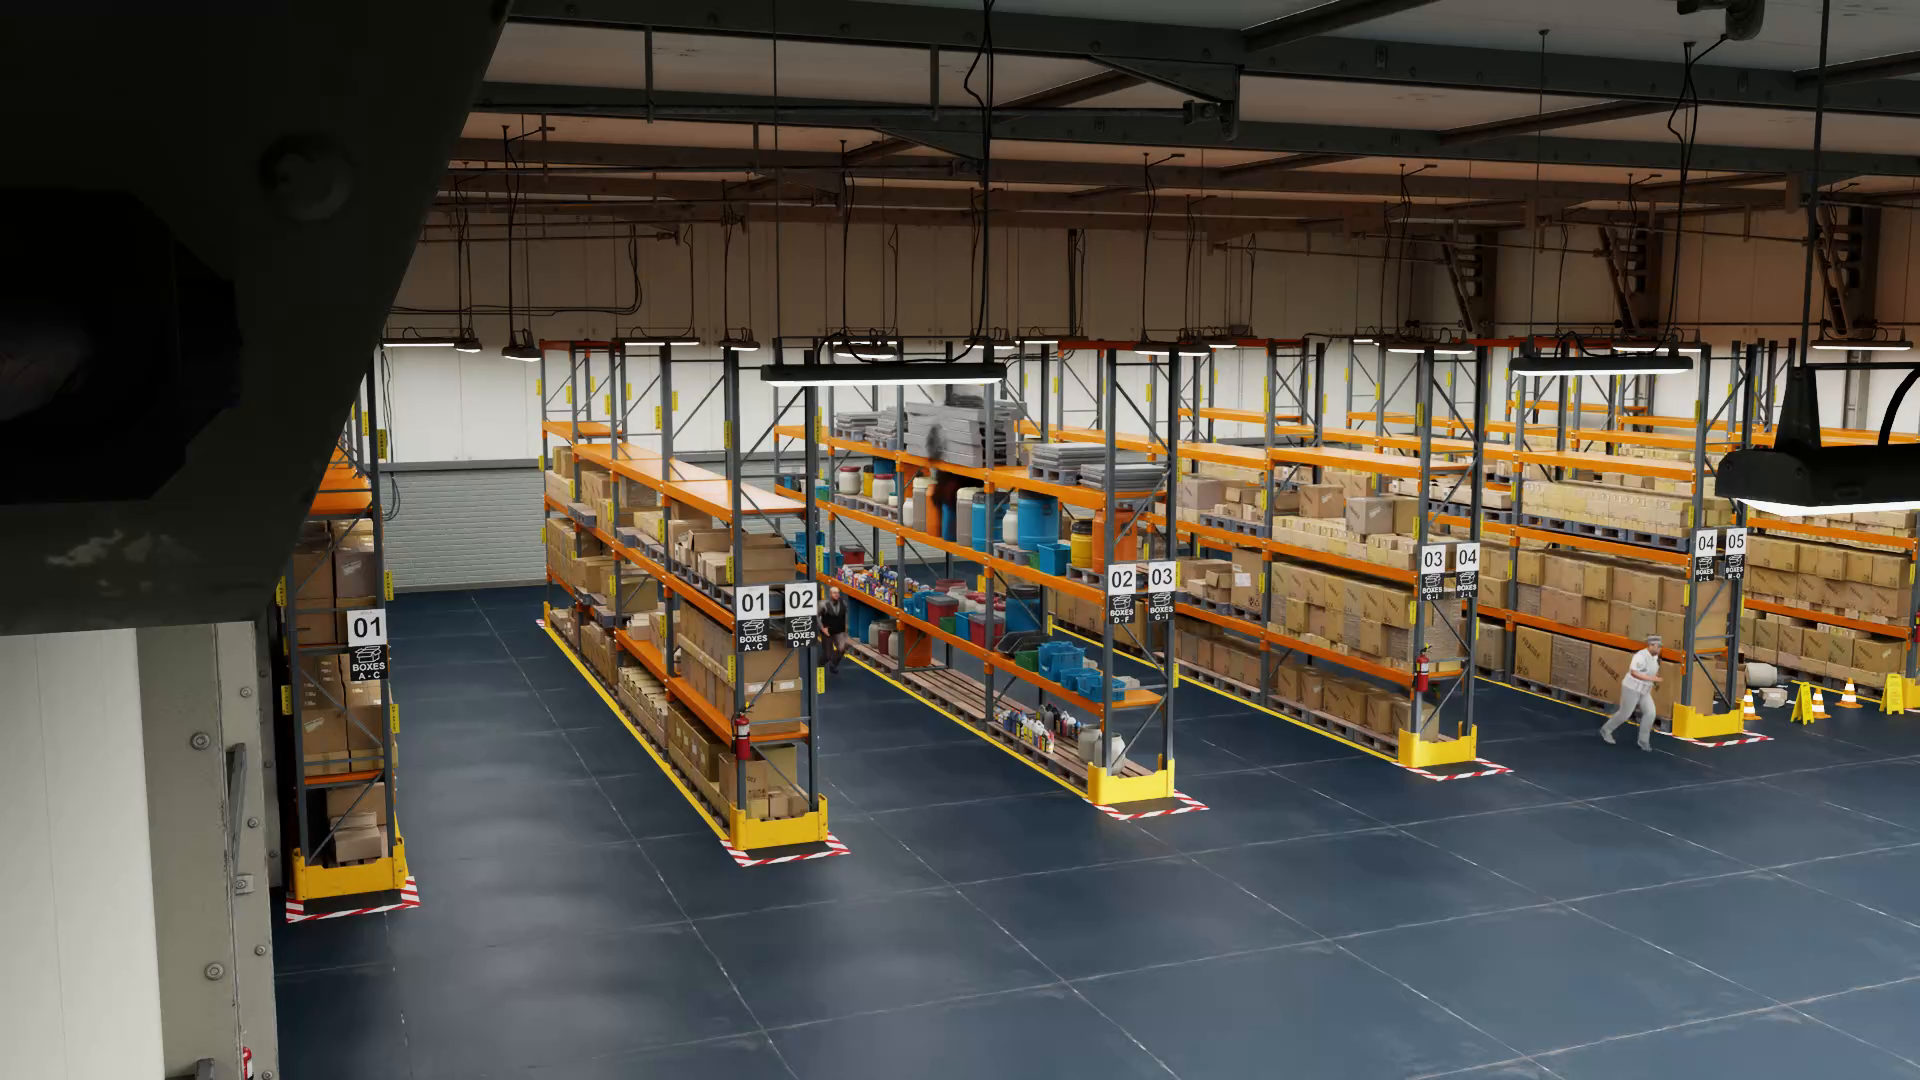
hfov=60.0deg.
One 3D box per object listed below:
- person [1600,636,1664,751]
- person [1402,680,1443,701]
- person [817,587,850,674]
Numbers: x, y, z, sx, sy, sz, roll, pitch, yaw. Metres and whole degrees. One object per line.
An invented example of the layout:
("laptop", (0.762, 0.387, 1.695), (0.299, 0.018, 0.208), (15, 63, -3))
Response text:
("person", (10.140, 2.286, 24.945), (0.726, 1.804, 0.896), (-6, 10, -38))
("person", (7.985, 1.877, 28.329), (0.683, 1.602, 1.130), (-4, 8, -26))
("person", (-2.224, 1.581, 29.090), (0.684, 1.564, 0.857), (-3, 8, -24))
